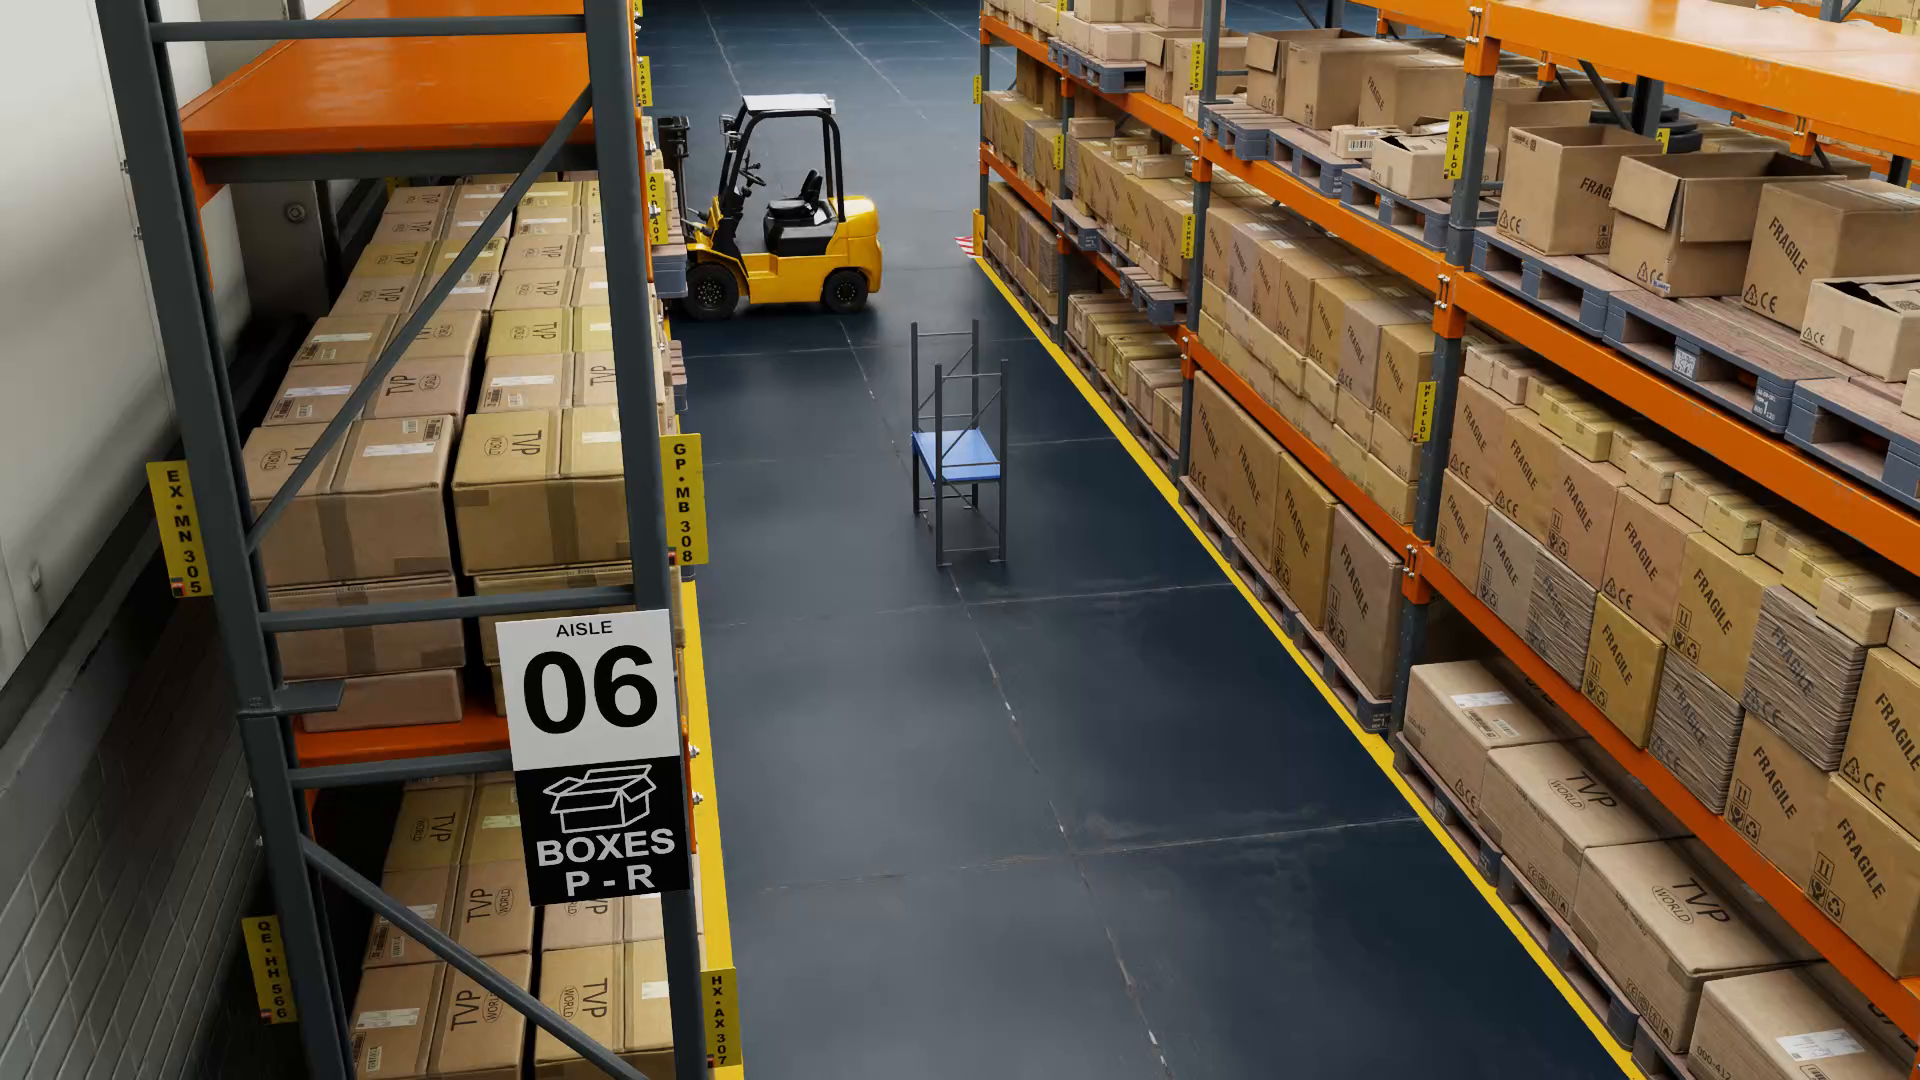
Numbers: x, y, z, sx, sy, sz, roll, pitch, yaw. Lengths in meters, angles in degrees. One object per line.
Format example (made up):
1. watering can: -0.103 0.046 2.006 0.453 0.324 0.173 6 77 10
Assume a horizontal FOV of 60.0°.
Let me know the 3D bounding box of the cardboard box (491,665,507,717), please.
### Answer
1. cardboard box: -1.008 0.322 4.331 0.380 0.149 0.250 -4 24 -9

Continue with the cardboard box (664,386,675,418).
1. cardboard box: -1.883 -0.498 8.992 0.700 0.500 0.500 -4 24 -9

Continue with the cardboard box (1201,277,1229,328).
1. cardboard box: 2.071 -1.734 12.035 0.500 0.250 0.500 -4 24 -10

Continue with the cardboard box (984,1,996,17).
1. cardboard box: 0.483 -6.043 18.905 0.380 0.149 0.250 -4 24 -10

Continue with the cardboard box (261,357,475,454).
1. cardboard box: -1.630 -0.306 4.646 0.500 0.250 0.500 -5 24 -11

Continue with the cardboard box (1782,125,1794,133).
1. cardboard box: 10.424 -5.130 20.563 0.380 0.149 0.250 -4 24 -10

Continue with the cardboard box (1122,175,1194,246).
1. cardboard box: 1.662 -2.725 13.720 0.500 0.500 0.500 -6 24 -13

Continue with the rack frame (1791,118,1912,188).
1. rack frame: 7.066 -2.197 13.533 1.000 3.000 0.127 -4 24 -10

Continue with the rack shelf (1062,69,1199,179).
1. rack shelf: 1.850 -3.623 13.948 1.077 0.370 4.000 -4 24 -10

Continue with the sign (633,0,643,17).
1. sign: -2.866 -4.795 14.695 0.100 0.325 0.005 -4 24 -10

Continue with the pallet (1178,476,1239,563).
1. pallet: 2.292 -0.198 12.439 1.003 0.211 1.213 -4 24 -10

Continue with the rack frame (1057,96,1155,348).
1. rack frame: 1.480 -3.365 16.206 1.000 3.000 0.127 -4 24 -10

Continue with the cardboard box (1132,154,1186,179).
1. cardboard box: 1.640 -3.086 13.736 0.380 0.149 0.250 -5 24 -12

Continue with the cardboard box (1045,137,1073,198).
1. cardboard box: 1.154 -3.703 16.484 0.500 0.500 0.500 -5 24 -11

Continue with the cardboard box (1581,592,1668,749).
1. cardboard box: 3.059 0.537 7.147 0.500 0.500 0.500 -4 24 -8

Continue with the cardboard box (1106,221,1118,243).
1. cardboard box: 1.486 -2.686 14.442 0.380 0.149 0.250 -3 24 -8

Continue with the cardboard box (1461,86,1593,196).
1. cardboard box: 3.082 -2.199 9.140 0.500 0.500 0.500 -5 24 -11

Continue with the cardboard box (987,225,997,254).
1. cardboard box: 0.618 -3.533 19.501 0.500 0.250 0.500 -5 24 -10

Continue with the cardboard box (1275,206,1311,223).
1. cardboard box: 2.573 -2.111 11.962 0.500 0.500 0.500 -5 24 -11

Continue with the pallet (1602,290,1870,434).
1. pallet: 3.323 -0.750 6.583 1.003 0.211 1.213 -4 24 -10

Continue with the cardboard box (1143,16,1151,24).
1. cardboard box: 1.819 -4.444 14.593 0.500 0.250 0.500 -4 24 -9

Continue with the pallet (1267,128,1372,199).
1. pallet: 2.601 -2.390 10.463 1.003 0.211 1.213 -3 24 -7

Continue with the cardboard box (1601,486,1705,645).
1. cardboard box: 3.071 0.083 6.937 0.500 0.500 0.500 -4 24 -10

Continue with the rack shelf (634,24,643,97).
1. rack shelf: -2.288 -2.872 8.981 1.077 0.370 4.000 -4 24 -10

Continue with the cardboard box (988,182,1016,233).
1. cardboard box: 0.623 -3.867 19.330 0.500 0.500 0.500 -5 24 -12

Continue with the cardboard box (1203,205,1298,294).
1. cardboard box: 2.071 -2.083 11.898 0.500 0.500 0.500 -5 24 -12

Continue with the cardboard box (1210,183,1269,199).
1. cardboard box: 2.261 -2.564 13.353 0.500 0.500 0.500 -3 24 -7

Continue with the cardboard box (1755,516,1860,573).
1. cardboard box: 3.250 0.024 6.262 0.380 0.149 0.250 -5 24 -10

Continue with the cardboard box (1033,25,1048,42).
1. cardboard box: 0.946 -5.131 16.818 0.380 0.149 0.250 -4 24 -8

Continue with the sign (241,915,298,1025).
1. sign: -1.727 1.082 4.183 0.100 0.325 0.005 -4 24 -10

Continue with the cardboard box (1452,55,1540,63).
1. cardboard box: 6.005 -5.120 18.689 0.875 0.550 0.500 -4 24 -10

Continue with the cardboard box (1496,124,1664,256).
1. cardboard box: 2.862 -1.630 7.711 0.500 0.500 0.500 -4 24 -9

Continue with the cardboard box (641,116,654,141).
1. cardboard box: -1.884 -2.234 9.163 0.380 0.149 0.250 -4 24 -9

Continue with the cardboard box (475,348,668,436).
1. cardboard box: -1.089 -0.342 4.728 0.500 0.250 0.500 -4 24 -10

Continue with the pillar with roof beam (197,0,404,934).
1. pillar with roof beam: 1.556 -2.576 6.906 9.100 9.000 0.400 -4 24 -10

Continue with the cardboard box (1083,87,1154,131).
1. cardboard box: 1.612 -4.194 16.359 0.700 0.500 0.500 -5 24 -10

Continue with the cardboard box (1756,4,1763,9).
1. cardboard box: 6.867 -4.670 14.908 0.500 0.311 0.500 -5 24 -12

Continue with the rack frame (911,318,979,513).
1. rack frame: -0.110 -0.921 12.484 0.500 1.500 0.032 -4 24 -10

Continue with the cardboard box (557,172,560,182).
1. cardboard box: -2.288 -1.865 8.689 0.380 0.149 0.250 -5 24 -11

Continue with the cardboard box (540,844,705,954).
1. cardboard box: -1.091 1.260 5.433 0.500 0.250 0.500 -4 24 -9

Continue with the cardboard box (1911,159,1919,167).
1. cardboard box: 10.867 -4.247 18.541 0.380 0.149 0.250 -4 24 -10

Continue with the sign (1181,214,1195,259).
1. sign: 1.688 -2.242 12.287 0.100 0.325 0.005 -4 24 -10

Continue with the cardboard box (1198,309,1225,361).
1. cardboard box: 2.063 -1.511 12.150 0.500 0.250 0.500 -5 24 -11

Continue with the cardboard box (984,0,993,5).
1. cardboard box: 0.572 -6.163 18.680 0.500 0.250 0.500 -5 24 -11

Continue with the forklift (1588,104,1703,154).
1. forklift: 4.811 -1.989 13.141 1.130 2.935 3.031 -3 24 -7

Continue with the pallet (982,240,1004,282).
1. pallet: 0.870 -3.308 19.560 1.003 0.211 1.213 -4 24 -10

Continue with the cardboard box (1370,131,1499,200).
1. cardboard box: 2.590 -2.075 9.093 0.500 0.311 0.500 -4 24 -10

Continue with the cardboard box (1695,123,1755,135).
1. cardboard box: 6.706 -3.480 15.096 0.700 0.500 0.500 -5 24 -10

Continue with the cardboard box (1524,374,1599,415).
1. cardboard box: 2.915 -0.679 7.872 0.380 0.149 0.250 -5 24 -10

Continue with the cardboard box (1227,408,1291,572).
1. cardboard box: 2.427 -0.381 11.505 0.875 0.875 0.875 -4 24 -9

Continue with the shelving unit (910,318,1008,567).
1. shelving unit: -0.016 -0.721 12.027 0.538 1.500 1.048 -4 24 -10

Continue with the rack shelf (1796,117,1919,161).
1. rack shelf: 7.436 -2.456 11.276 1.077 0.370 4.000 -4 24 -10

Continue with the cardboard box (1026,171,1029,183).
1. cardboard box: 0.912 -3.856 17.644 0.380 0.149 0.250 -5 24 -11
